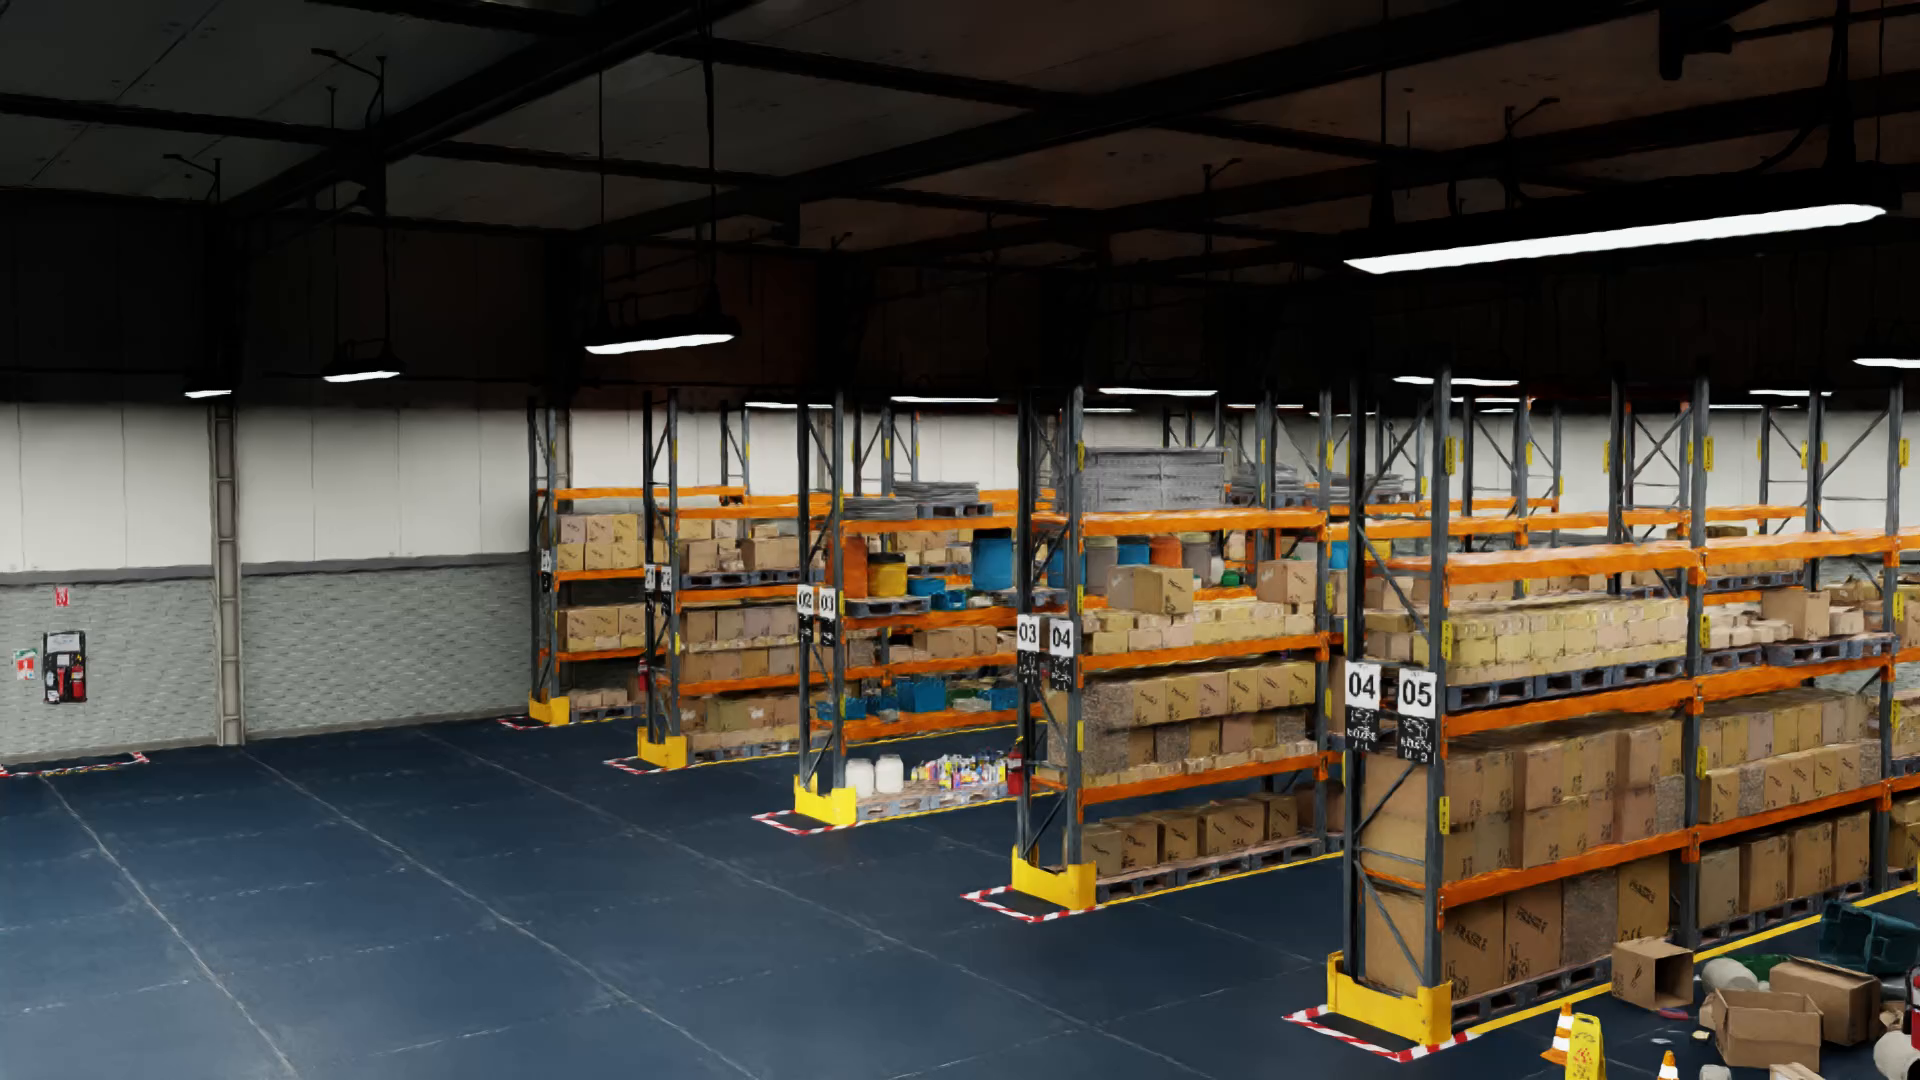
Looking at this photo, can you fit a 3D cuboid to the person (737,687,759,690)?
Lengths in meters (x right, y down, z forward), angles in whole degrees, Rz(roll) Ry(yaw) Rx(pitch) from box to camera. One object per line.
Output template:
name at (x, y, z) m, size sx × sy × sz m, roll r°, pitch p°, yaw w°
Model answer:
person at (-3.905, 2.568, 30.076) m, size 1.075 × 1.583 × 0.497 m, roll -3°, pitch 4°, yaw -38°

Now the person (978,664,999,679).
person at (0.601, 2.439, 33.224) m, size 0.519 × 1.541 × 0.566 m, roll -3°, pitch 4°, yaw -39°
